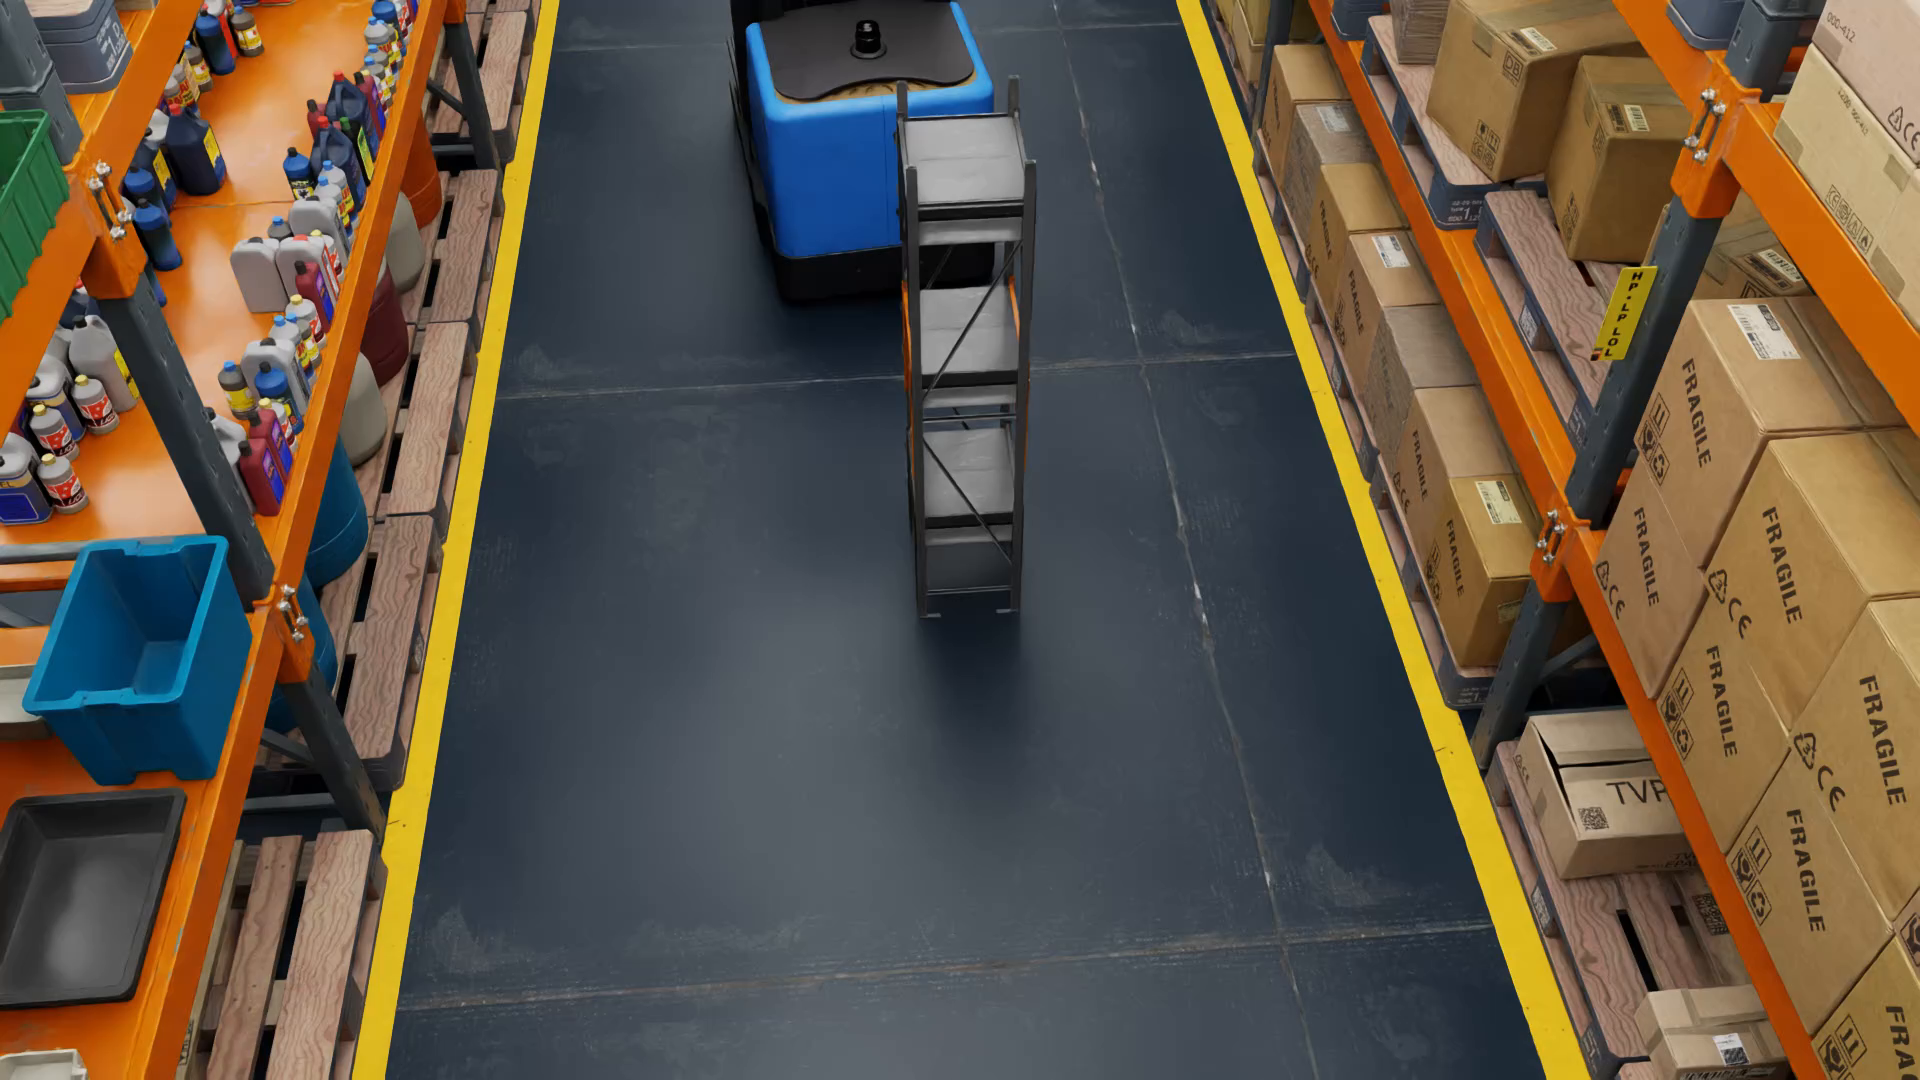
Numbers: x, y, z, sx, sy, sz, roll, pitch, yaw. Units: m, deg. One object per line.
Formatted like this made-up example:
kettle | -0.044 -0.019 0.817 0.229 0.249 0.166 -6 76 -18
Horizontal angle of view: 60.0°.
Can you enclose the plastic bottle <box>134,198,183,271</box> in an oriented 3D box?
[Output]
plastic bottle | -2.879 -1.101 5.952 0.097 0.271 0.097 0 47 0

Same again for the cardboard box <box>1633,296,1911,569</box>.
cardboard box | 2.152 -0.283 4.331 0.500 0.500 0.500 -2 47 -2

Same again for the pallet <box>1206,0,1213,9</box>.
pallet | 1.929 -3.677 10.223 1.003 0.211 1.213 -3 47 -3

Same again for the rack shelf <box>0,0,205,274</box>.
rack shelf | -2.711 -2.196 5.329 1.077 0.370 4.000 -3 47 -3

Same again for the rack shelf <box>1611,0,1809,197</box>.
rack shelf | 2.226 -2.494 5.612 1.077 0.370 4.000 -3 47 -3

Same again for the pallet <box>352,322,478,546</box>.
pallet | -2.672 -0.451 7.168 1.003 0.211 1.213 -3 47 -3

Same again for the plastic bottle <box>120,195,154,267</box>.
plastic bottle | -3.002 -1.082 5.930 0.152 0.276 0.135 -3 47 -3

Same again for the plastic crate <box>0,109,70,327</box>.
plastic crate | -2.207 -0.635 3.502 0.450 0.188 0.662 -3 47 -3

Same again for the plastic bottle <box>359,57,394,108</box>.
plastic bottle | -2.360 -1.849 6.709 0.097 0.201 0.097 0 47 0

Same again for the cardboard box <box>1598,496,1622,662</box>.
cardboard box | 2.595 0.081 6.163 0.500 0.500 0.500 -5 47 -5

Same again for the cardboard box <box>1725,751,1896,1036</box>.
cardboard box | 2.250 0.820 3.975 0.500 0.500 0.500 -4 47 -4

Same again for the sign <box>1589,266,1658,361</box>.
sign | 1.840 -0.625 4.615 0.100 0.325 0.005 -3 47 -3

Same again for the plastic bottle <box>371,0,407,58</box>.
plastic bottle | -2.392 -2.155 6.950 0.097 0.271 0.097 0 47 0

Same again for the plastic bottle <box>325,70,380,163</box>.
plastic bottle | -2.352 -1.630 6.398 0.144 0.351 0.185 -3 47 -3

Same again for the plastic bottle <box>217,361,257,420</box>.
plastic bottle | -2.356 -0.498 5.429 0.097 0.201 0.097 0 47 0

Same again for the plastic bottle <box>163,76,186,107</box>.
plastic bottle | -3.104 -1.727 6.545 0.097 0.271 0.097 0 47 0

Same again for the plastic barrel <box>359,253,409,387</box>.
plastic barrel | -2.726 -1.004 7.143 0.600 0.588 0.708 -3 47 -3

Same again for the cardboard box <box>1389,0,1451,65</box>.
cardboard box | 2.109 -2.214 6.559 0.700 0.500 0.500 4 47 4

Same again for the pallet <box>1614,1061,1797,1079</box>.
pallet | 2.555 2.078 4.774 1.003 0.211 1.213 -3 47 -3

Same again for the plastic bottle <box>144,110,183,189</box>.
plastic bottle | -3.048 -1.480 6.307 0.152 0.276 0.135 -3 47 -3

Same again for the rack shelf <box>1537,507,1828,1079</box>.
rack shelf | 2.560 1.432 3.960 1.077 0.370 4.000 -3 47 -3

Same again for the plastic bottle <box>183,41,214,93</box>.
plastic bottle | -3.132 -1.941 6.795 0.097 0.201 0.097 0 47 0

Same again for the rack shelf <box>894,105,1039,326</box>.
rack shelf | 0.014 -1.074 5.512 0.431 0.518 0.480 -3 47 -3

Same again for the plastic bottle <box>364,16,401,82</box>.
plastic bottle | -2.376 -2.014 6.817 0.097 0.271 0.097 0 47 0

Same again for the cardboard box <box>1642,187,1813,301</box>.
cardboard box | 2.576 -0.798 5.218 0.700 0.500 0.500 -18 49 -16

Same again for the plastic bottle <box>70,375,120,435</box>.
plastic bottle | -2.806 -0.447 5.381 0.097 0.201 0.097 0 47 0

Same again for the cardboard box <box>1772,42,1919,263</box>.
cardboard box | 2.187 -0.876 3.687 0.500 0.250 0.500 -3 47 -3

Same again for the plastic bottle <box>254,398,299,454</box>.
plastic bottle | -2.188 -0.366 5.304 0.097 0.201 0.097 0 47 0

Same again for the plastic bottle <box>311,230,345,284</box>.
plastic bottle | -2.262 -1.010 5.914 0.097 0.201 0.097 0 47 0

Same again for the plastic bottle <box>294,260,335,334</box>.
plastic bottle | -2.223 -0.858 5.714 0.061 0.283 0.133 -3 47 -3

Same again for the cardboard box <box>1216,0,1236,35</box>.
cardboard box | 1.724 -3.094 9.356 0.500 0.250 0.500 -4 47 -4

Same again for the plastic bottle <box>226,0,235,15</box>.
plastic bottle | -3.174 -2.302 7.137 0.097 0.201 0.097 0 47 0

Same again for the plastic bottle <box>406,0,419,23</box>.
plastic bottle | -2.400 -2.385 7.159 0.061 0.283 0.133 -3 47 -3

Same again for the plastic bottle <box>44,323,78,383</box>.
plastic bottle | -2.946 -0.593 5.416 0.144 0.351 0.185 -3 47 -3

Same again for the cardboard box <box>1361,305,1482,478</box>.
cardboard box | 1.991 -0.615 6.822 0.500 0.500 0.500 -3 47 -3

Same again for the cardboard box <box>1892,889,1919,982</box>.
cardboard box | 2.282 0.836 3.271 0.500 0.500 0.500 -2 47 -2

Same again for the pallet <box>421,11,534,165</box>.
pallet | -2.904 -2.463 9.073 1.003 0.211 1.213 -3 47 -3

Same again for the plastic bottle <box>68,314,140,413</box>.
plastic bottle | -2.803 -0.601 5.424 0.144 0.351 0.185 -3 47 -3

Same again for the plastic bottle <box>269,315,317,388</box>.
plastic bottle | -2.216 -0.629 5.505 0.097 0.271 0.097 0 47 0

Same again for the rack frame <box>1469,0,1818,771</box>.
rack frame | 2.393 -0.263 5.070 1.000 3.000 0.127 -3 47 -3

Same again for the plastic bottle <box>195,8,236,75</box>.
plastic bottle | -3.082 -2.065 6.865 0.097 0.271 0.097 0 47 0

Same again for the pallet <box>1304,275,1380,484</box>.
pallet | 2.182 -0.775 7.475 1.003 0.211 1.213 -3 47 -3

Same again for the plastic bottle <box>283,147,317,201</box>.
plastic bottle | -2.442 -1.334 6.172 0.097 0.271 0.097 0 47 0

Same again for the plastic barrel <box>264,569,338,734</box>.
plastic barrel | -2.572 0.218 5.770 0.600 0.901 0.708 -3 47 -3

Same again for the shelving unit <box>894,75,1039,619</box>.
shelving unit | 0.014 -0.602 6.011 0.431 2.100 0.503 -3 47 -3

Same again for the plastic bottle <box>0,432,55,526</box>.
plastic bottle | -2.898 -0.187 5.083 0.152 0.276 0.135 -3 47 -3

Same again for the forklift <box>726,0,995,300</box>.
forklift | -0.636 -3.234 7.931 1.130 2.935 3.031 -9 47 -8

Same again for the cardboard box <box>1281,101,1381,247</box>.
cardboard box | 1.861 -1.724 7.871 0.500 0.500 0.500 -5 47 -5

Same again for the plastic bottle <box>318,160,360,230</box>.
plastic bottle | -2.290 -1.272 6.114 0.097 0.271 0.097 0 47 0

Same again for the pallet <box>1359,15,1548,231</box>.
pallet | 2.225 -1.684 6.548 1.003 0.211 1.213 -3 47 -3

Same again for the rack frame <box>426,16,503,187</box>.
rack frame | -2.878 -2.859 7.528 1.000 3.000 0.127 -3 47 -3
